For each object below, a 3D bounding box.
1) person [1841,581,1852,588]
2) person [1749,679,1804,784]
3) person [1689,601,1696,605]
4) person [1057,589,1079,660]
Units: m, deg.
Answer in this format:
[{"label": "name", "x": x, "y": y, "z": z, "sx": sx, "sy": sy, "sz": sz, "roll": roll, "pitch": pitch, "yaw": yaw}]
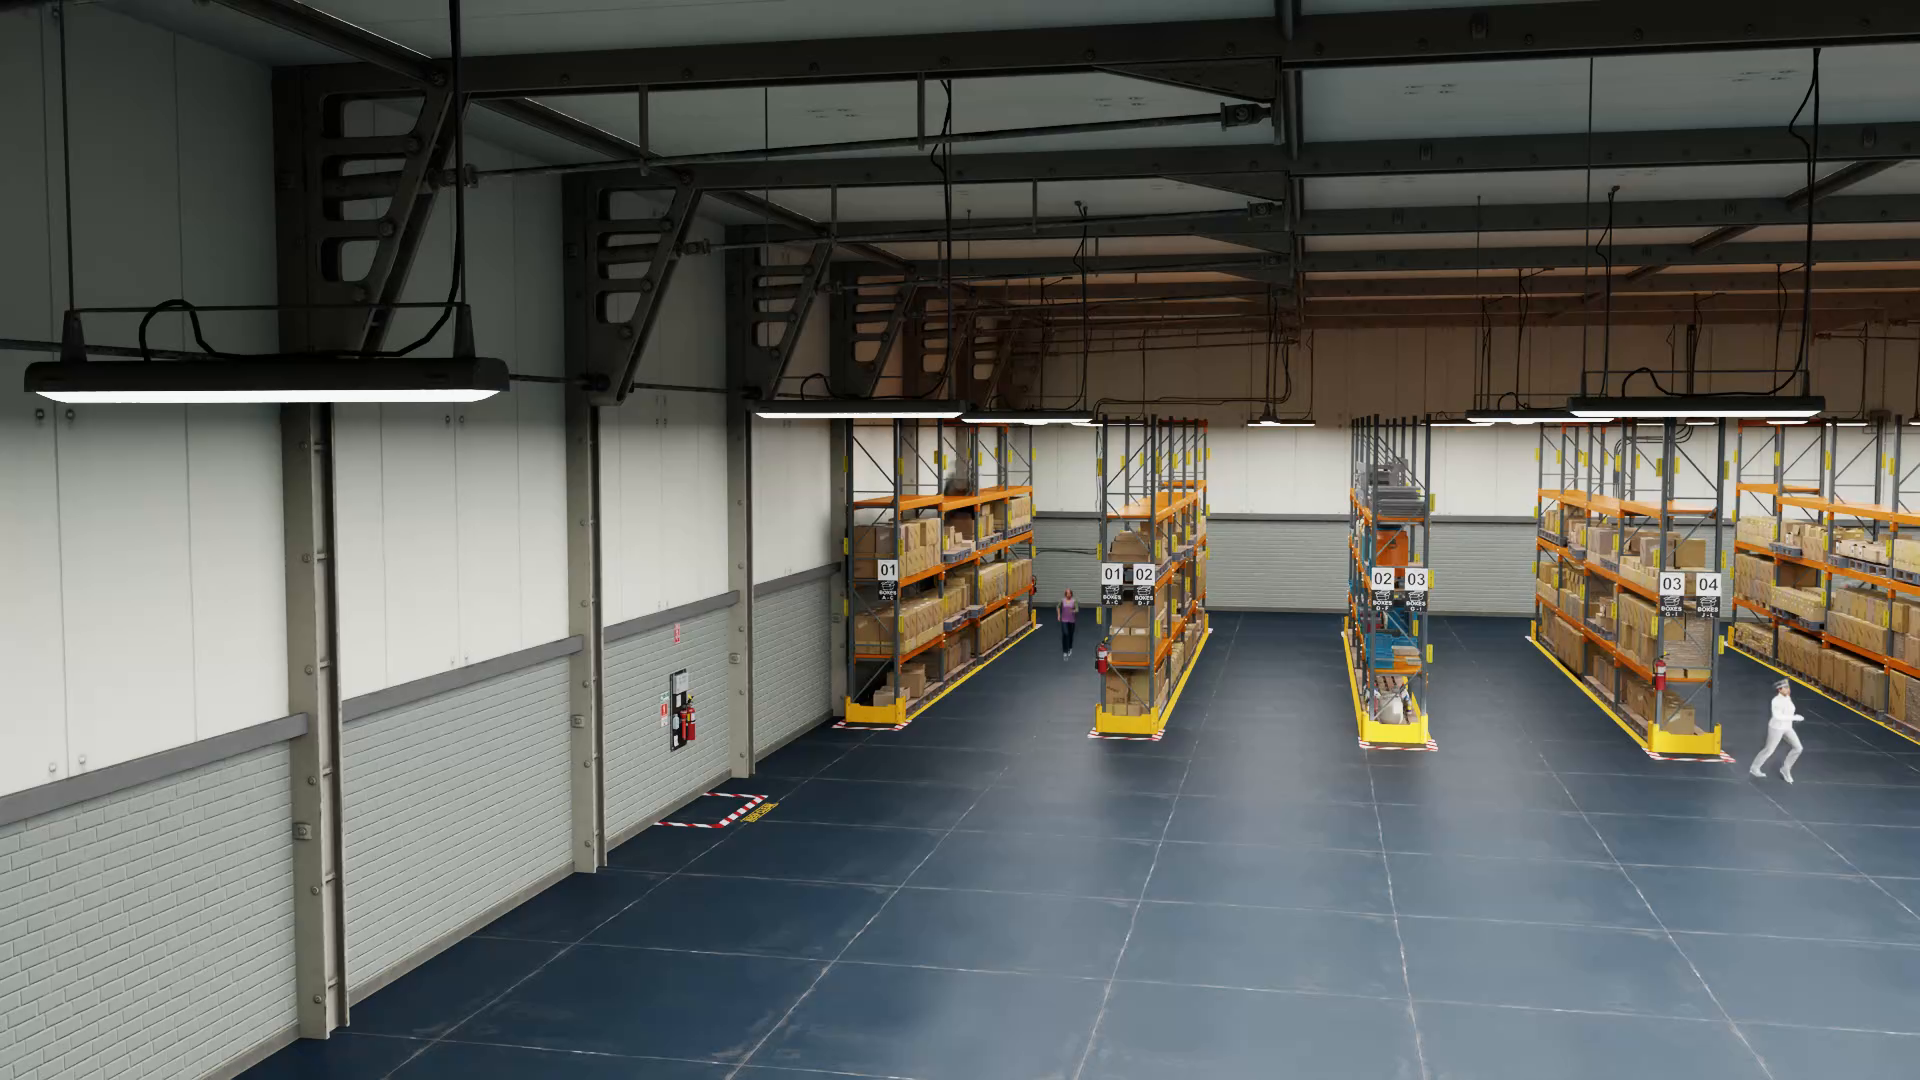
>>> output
[{"label": "person", "x": 23.948, "y": 1.941, "z": 44.745, "sx": 0.740, "sy": 1.660, "sz": 0.612, "roll": 1, "pitch": 4, "yaw": 16}, {"label": "person", "x": 13.300, "y": 3.080, "z": 26.964, "sx": 0.622, "sy": 1.705, "sz": 0.851, "roll": -2, "pitch": 4, "yaw": -32}, {"label": "person", "x": 18.975, "y": 1.950, "z": 43.302, "sx": 0.767, "sy": 1.745, "sz": 1.048, "roll": 1, "pitch": 4, "yaw": 21}, {"label": "person", "x": 2.577, "y": 2.002, "z": 39.676, "sx": 0.505, "sy": 1.691, "sz": 0.689, "roll": 0, "pitch": 4, "yaw": -1}]
